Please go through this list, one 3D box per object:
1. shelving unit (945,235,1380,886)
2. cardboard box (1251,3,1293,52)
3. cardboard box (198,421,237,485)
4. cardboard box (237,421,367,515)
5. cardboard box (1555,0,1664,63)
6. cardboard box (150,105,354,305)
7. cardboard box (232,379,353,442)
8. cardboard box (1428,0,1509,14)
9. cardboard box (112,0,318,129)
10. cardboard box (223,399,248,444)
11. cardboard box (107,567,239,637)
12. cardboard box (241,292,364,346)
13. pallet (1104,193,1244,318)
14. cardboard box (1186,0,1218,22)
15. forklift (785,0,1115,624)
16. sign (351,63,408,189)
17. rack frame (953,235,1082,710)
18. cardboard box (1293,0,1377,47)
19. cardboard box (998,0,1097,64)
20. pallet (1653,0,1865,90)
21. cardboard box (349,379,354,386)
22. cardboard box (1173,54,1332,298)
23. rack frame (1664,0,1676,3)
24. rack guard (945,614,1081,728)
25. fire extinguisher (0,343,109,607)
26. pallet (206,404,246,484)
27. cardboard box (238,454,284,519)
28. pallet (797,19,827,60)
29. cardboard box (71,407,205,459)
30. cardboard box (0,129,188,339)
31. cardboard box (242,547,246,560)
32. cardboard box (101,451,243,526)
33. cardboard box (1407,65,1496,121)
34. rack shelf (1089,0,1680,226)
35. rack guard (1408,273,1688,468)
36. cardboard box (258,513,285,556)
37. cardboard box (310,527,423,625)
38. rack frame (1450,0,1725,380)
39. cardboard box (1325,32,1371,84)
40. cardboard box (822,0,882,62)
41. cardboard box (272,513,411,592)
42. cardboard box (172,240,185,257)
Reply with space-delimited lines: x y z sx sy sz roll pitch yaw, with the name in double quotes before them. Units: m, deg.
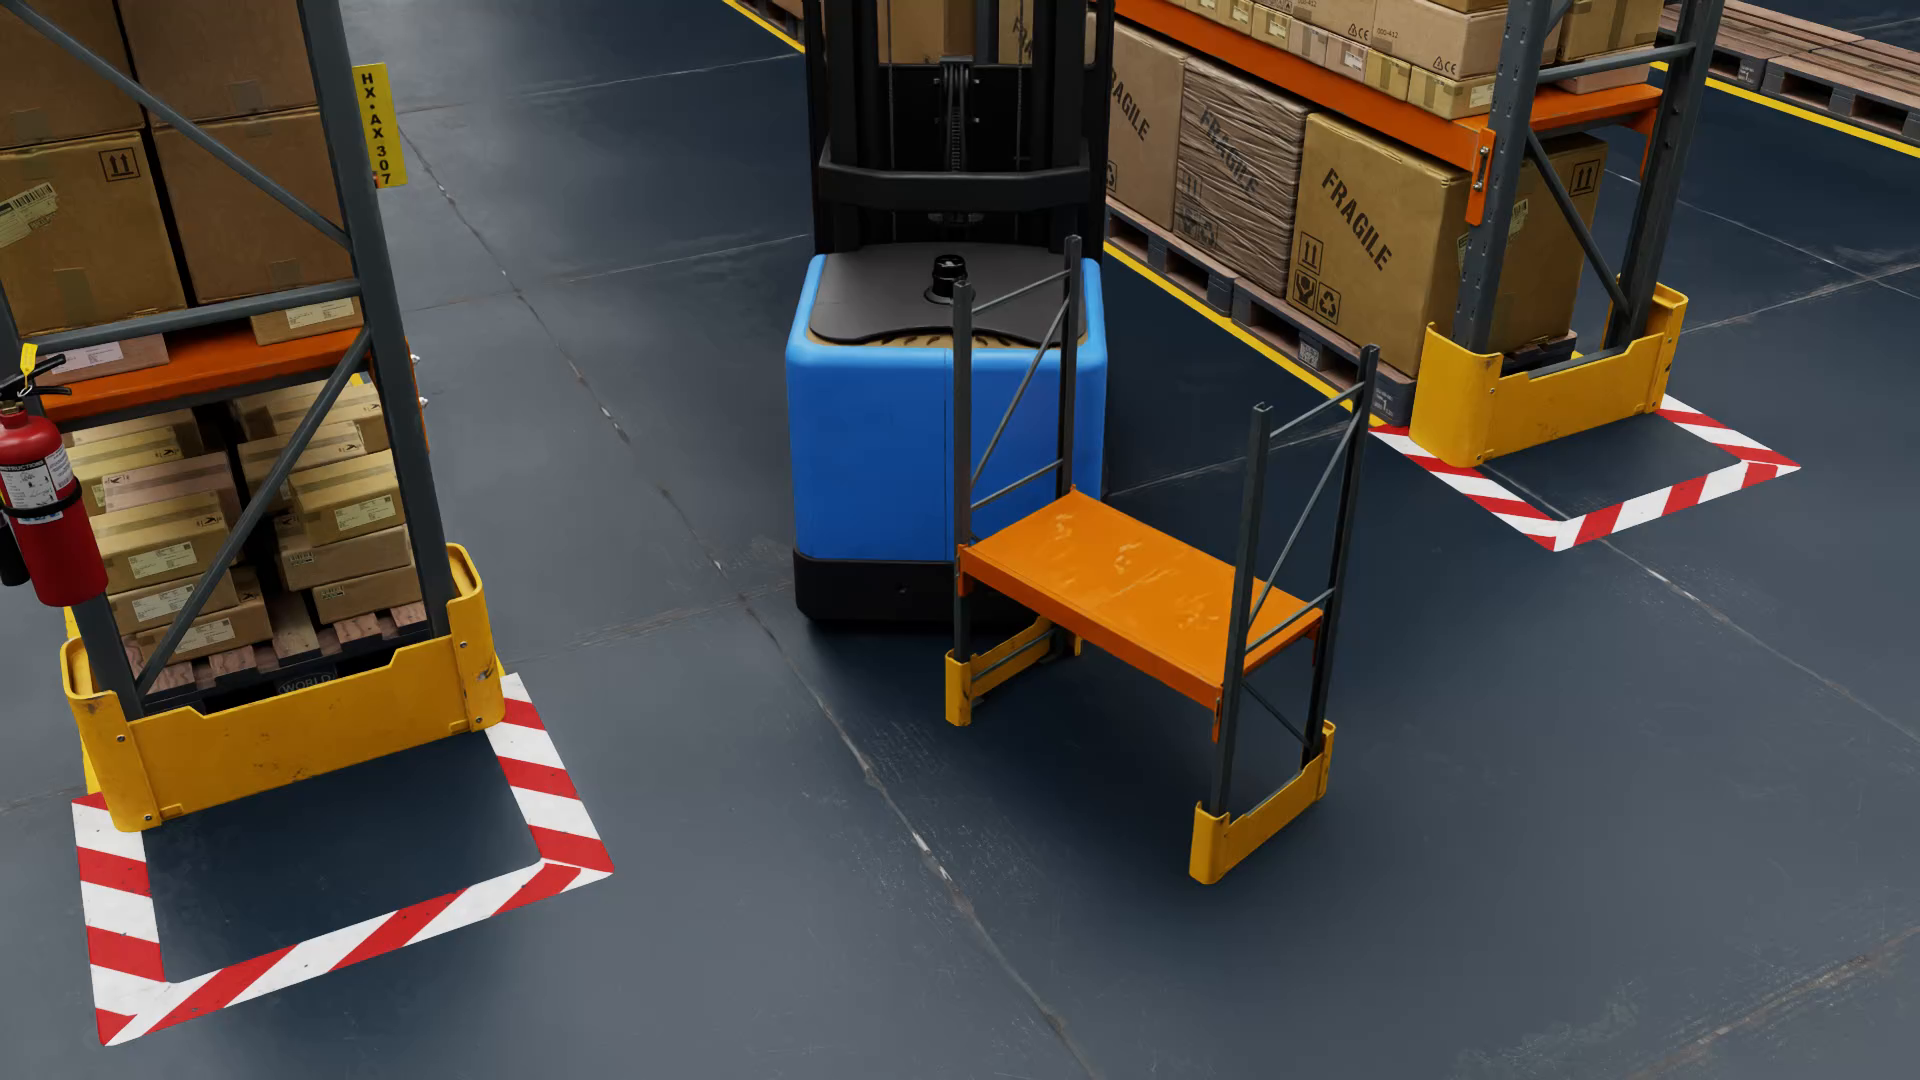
"shelving unit" 0.533 0.036 4.803 0.587 1.500 1.083 -28 42 -36
"cardboard box" 1.495 -2.248 7.211 0.380 0.149 0.250 -17 36 -24
"cardboard box" -2.782 -0.264 5.858 0.380 0.149 0.250 -16 36 -24
"cardboard box" -2.184 -0.244 5.552 0.380 0.149 0.250 -15 36 -22
"cardboard box" 2.444 -2.138 6.671 0.500 0.250 0.500 -17 36 -24
"cardboard box" -1.970 -1.031 4.710 0.500 0.500 0.500 -14 35 -21
"cardboard box" -2.377 -0.494 5.942 0.380 0.149 0.250 -18 37 -25
"cardboard box" 1.970 -2.324 6.264 0.500 0.500 0.500 -15 36 -23
"cardboard box" -1.980 -1.449 4.437 0.500 0.500 0.500 -16 36 -23
"cardboard box" -2.524 -0.488 6.209 0.380 0.149 0.250 -18 37 -25
"cardboard box" -2.504 0.138 5.231 0.380 0.149 0.250 -17 36 -24
"cardboard box" -1.867 -0.711 4.813 0.380 0.149 0.250 -16 36 -23
"pallet" 1.423 -1.549 8.472 1.003 0.211 1.213 -16 36 -23
"cardboard box" 1.260 -2.490 7.589 0.380 0.149 0.250 -15 36 -22
"forklift" 0.005 -1.710 6.202 1.130 2.935 3.031 1 33 2
"sign" -1.526 -1.081 4.354 0.100 0.325 0.005 -16 36 -23
"rack frame" 0.168 -0.162 5.112 0.500 1.500 0.032 -28 42 -36
"cardboard box" 1.733 -2.248 6.842 0.500 0.250 0.500 -17 36 -24
"cardboard box" 0.801 -2.635 9.163 0.875 0.875 0.875 -16 36 -23
"pallet" 5.323 -3.419 11.391 1.003 0.211 1.213 -16 36 -23
"cardboard box" -2.548 -0.496 6.497 0.380 0.149 0.250 -18 37 -25
"cardboard box" 1.636 -1.781 7.830 0.875 0.875 0.875 -16 36 -23
"rack frame" 4.946 -4.934 11.171 1.000 3.000 0.127 -16 36 -23
"rack guard" 0.182 0.372 5.438 0.587 0.250 0.087 -28 42 -36
"fire extinguisher" -2.296 -0.154 4.127 0.296 0.674 0.183 -16 36 -23
"pallet" -2.953 -0.420 6.710 1.003 0.211 1.213 -16 36 -23
"cardboard box" -2.293 -0.236 5.815 0.380 0.149 0.250 -15 36 -23
"pallet" -0.435 -3.446 11.434 1.003 0.211 1.213 -16 36 -23
"cardboard box" -2.841 -0.361 5.735 0.380 0.149 0.250 -17 37 -25
"cardboard box" -2.443 -0.897 4.501 0.500 0.500 0.500 -15 36 -22
"cardboard box" -2.692 0.000 5.723 0.380 0.149 0.250 -16 36 -23
"cardboard box" -2.543 -0.130 5.375 0.380 0.149 0.250 -15 36 -22
"cardboard box" 1.972 -1.761 6.451 0.380 0.149 0.250 -15 36 -22
"rack shelf" 1.497 -2.431 7.931 1.077 0.370 4.000 -16 36 -23
"rack guard" 2.441 -0.715 6.903 1.175 0.500 0.348 -16 36 -23
"cardboard box" -2.283 -0.108 5.892 0.380 0.149 0.250 -15 36 -23
"cardboard box" -1.967 0.113 5.547 0.380 0.149 0.250 -15 36 -22
"rack frame" 2.429 -1.779 6.247 1.000 3.000 0.127 -16 36 -23
"cardboard box" 1.733 -2.005 6.832 0.380 0.149 0.250 -16 36 -23
"cardboard box" -0.169 -3.697 10.820 1.225 0.875 0.875 -17 36 -25
"cardboard box" -2.023 0.004 5.441 0.380 0.149 0.250 -14 35 -21
"cardboard box" -2.342 -1.054 5.347 0.380 0.149 0.250 -14 35 -21
